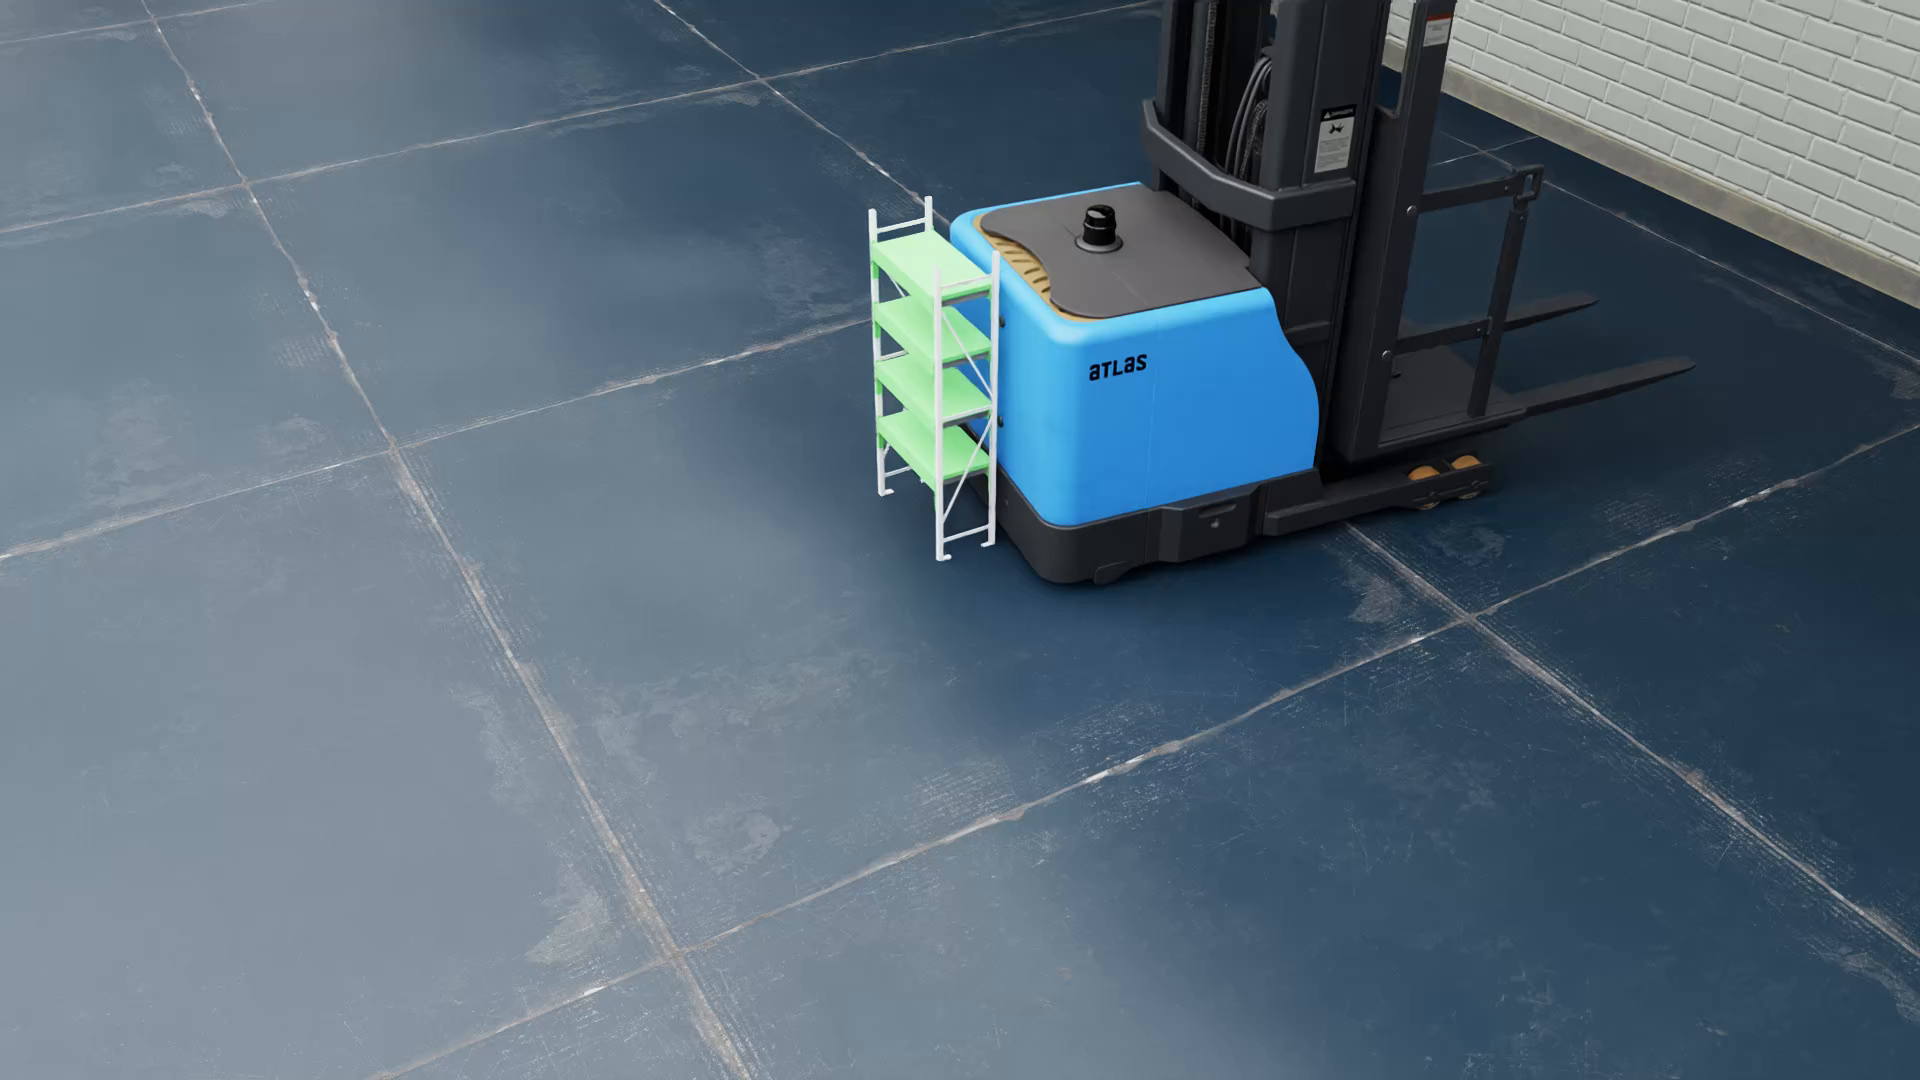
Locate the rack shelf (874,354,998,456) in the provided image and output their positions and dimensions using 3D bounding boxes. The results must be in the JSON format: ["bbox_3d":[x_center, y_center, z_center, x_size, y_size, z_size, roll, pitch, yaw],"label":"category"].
[{"bbox_3d":[-0.093,-0.516,6.047,0.258,0.148,0.480,-18,40,-22],"label":"rack shelf"}]

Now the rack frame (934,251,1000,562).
[{"bbox_3d":[0.023,-0.441,5.836,0.240,1.200,0.015,-18,40,-22],"label":"rack frame"}]

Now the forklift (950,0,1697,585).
[{"bbox_3d":[1.517,-1.575,5.921,3.031,2.935,1.130,-14,38,-18],"label":"forklift"}]

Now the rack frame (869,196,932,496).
[{"bbox_3d":[-0.208,-0.694,6.183,0.240,1.200,0.015,-18,40,-22],"label":"rack frame"}]

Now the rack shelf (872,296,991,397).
[{"bbox_3d":[-0.093,-0.710,5.906,0.258,0.148,0.480,-18,40,-22],"label":"rack shelf"}]

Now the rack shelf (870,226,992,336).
[{"bbox_3d":[-0.093,-0.904,5.764,0.258,0.148,0.480,-18,40,-22],"label":"rack shelf"}]

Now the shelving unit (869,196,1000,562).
[{"bbox_3d":[-0.093,-0.567,6.010,0.258,1.200,0.503,-18,40,-22],"label":"shelving unit"}]

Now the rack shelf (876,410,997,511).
[{"bbox_3d":[-0.093,-0.322,6.189,0.258,0.148,0.480,-18,40,-22],"label":"rack shelf"}]
